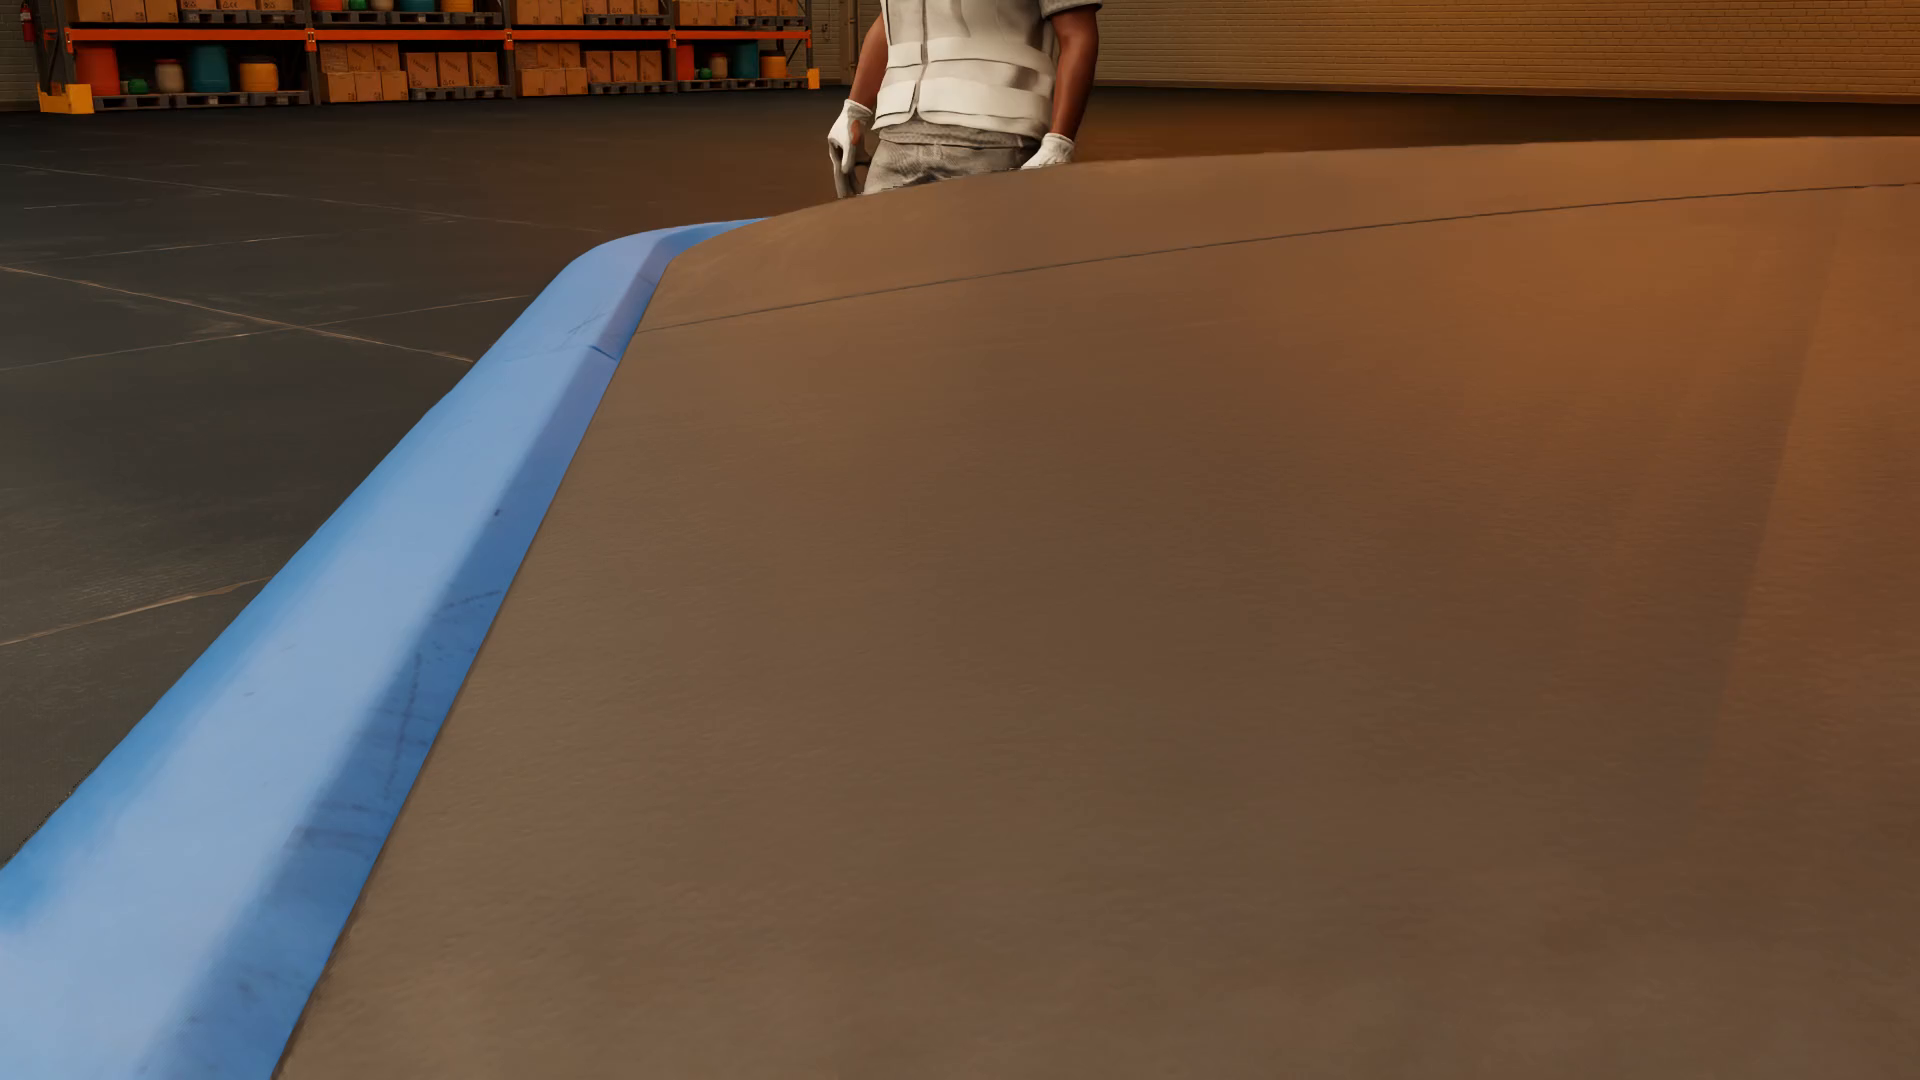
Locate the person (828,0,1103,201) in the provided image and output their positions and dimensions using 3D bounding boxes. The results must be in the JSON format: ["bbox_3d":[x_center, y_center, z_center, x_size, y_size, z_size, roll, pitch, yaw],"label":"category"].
[{"bbox_3d":[-0.052,-0.846,3.633,0.656,1.781,0.577,13,21,37],"label":"person"}]
